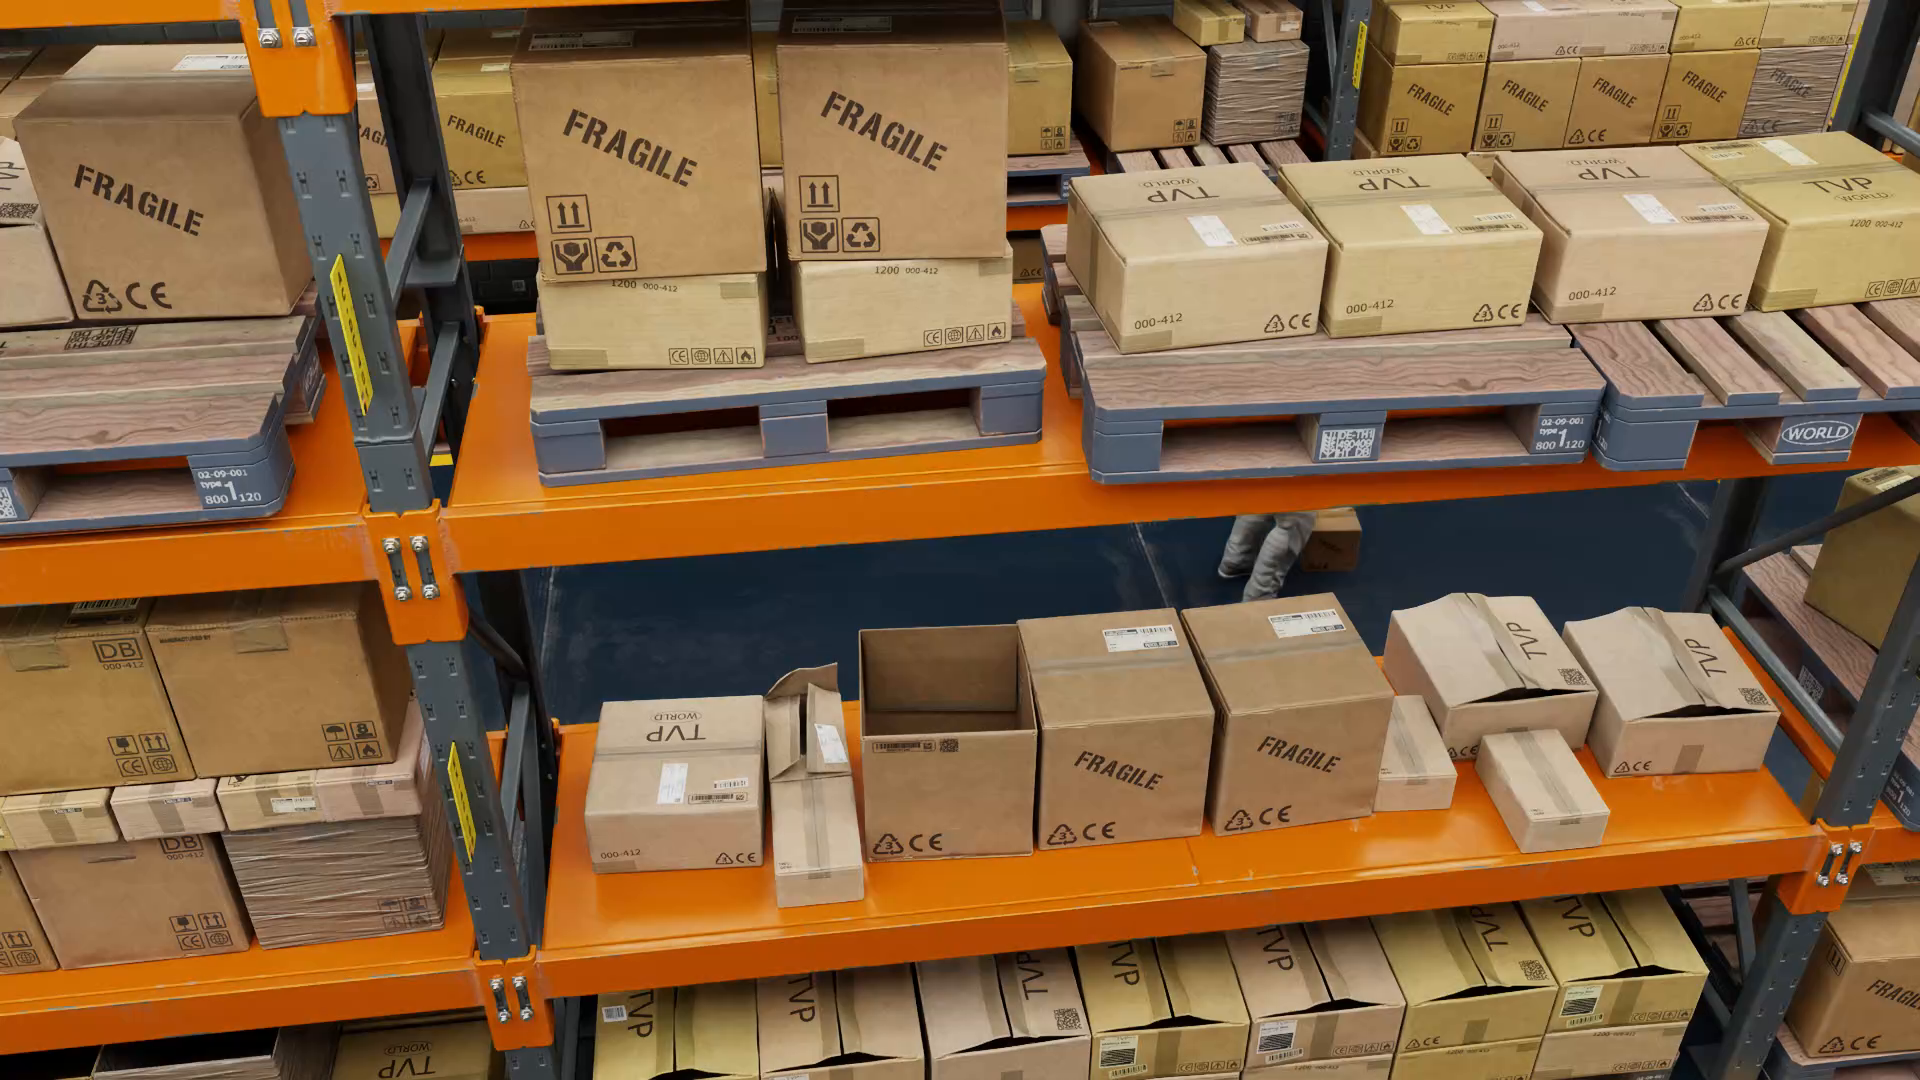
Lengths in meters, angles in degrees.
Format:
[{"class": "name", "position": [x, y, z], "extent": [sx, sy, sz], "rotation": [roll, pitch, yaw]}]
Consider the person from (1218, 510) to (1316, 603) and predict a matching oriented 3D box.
[{"class": "person", "position": [1.565, -0.448, 7.801], "extent": [0.506, 1.635, 0.606], "rotation": [-5, 35, -7]}]
